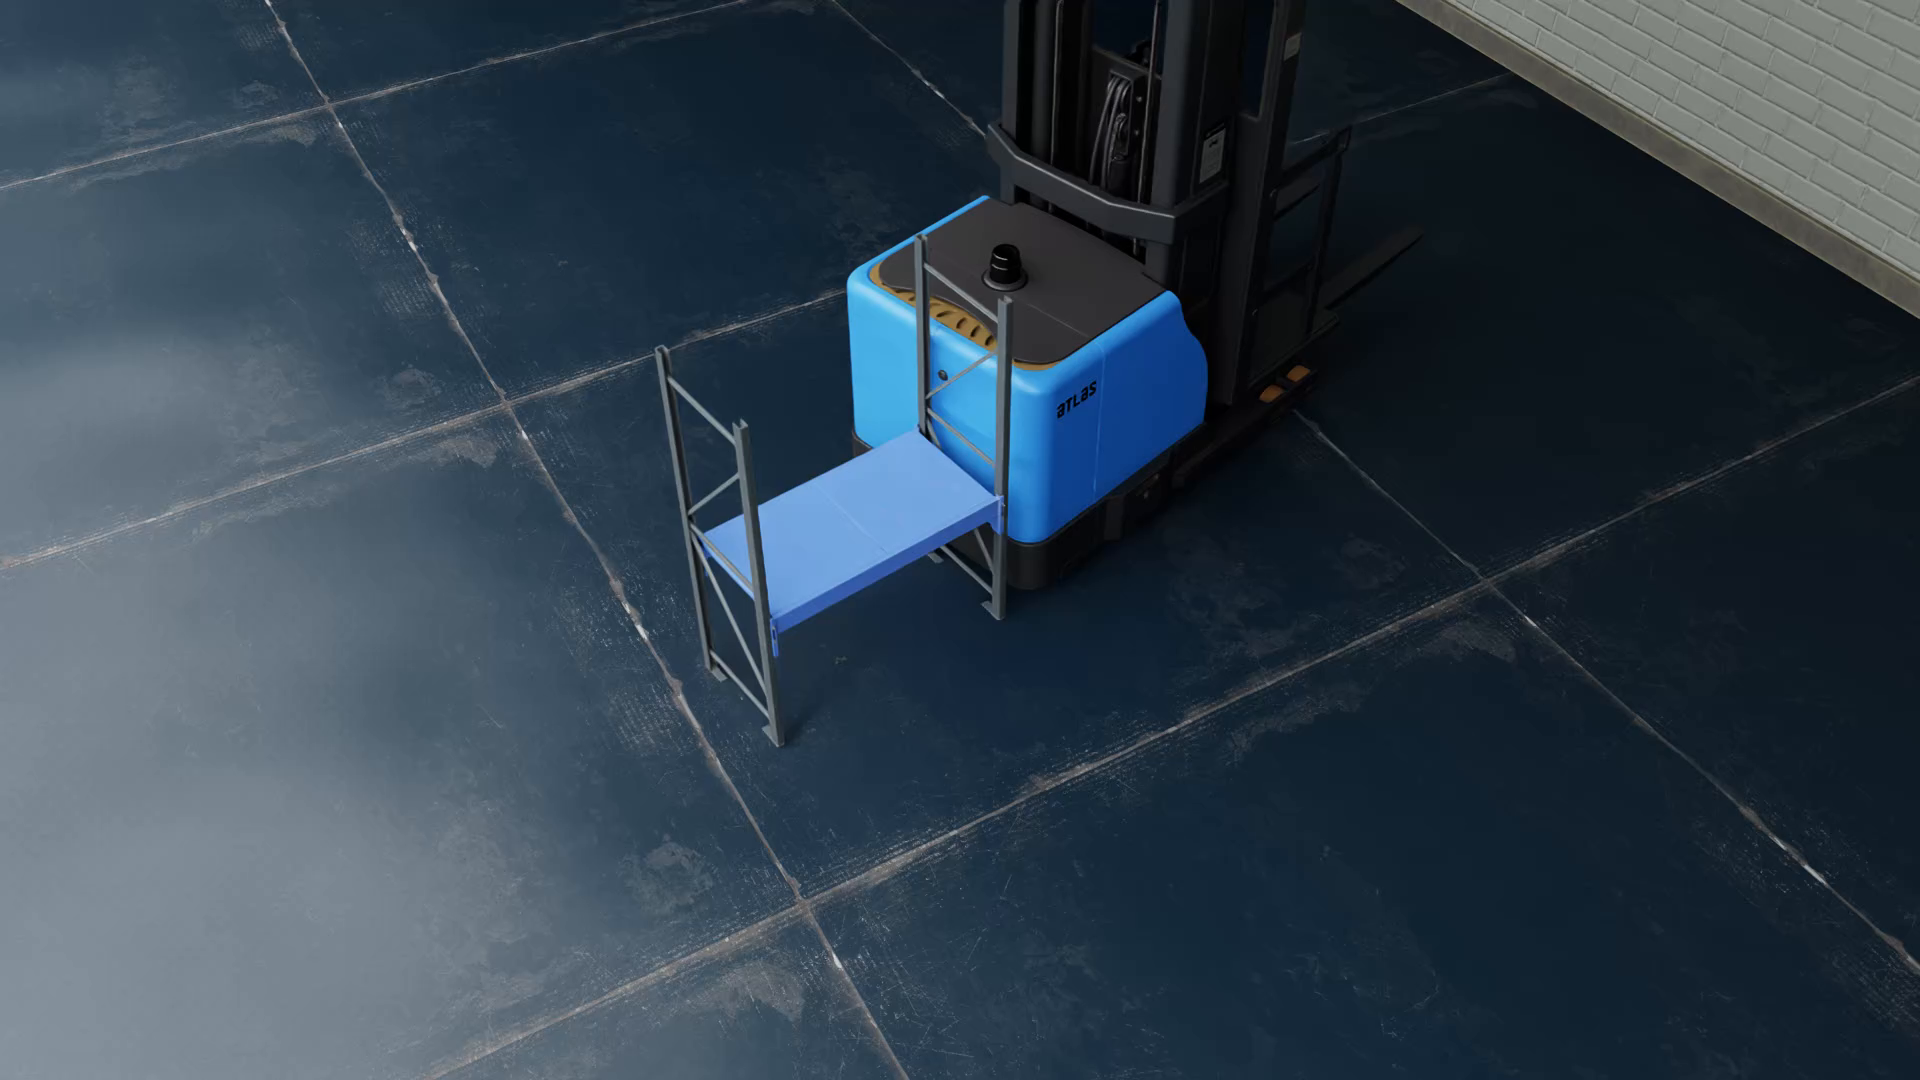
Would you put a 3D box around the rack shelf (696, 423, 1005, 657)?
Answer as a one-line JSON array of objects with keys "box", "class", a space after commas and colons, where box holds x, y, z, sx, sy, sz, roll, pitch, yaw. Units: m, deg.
[{"box": [-0.393, -0.021, 5.953, 1.000, 0.185, 0.538, -28, 51, -26], "class": "rack shelf"}]

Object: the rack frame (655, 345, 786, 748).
[{"box": [-0.794, 0.067, 5.604, 0.032, 1.500, 0.500, -28, 51, -26], "class": "rack frame"}]

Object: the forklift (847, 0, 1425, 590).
[{"box": [0.942, -1.787, 6.486, 1.130, 2.935, 3.031, 34, 53, 30], "class": "forklift"}]

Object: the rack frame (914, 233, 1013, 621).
[{"box": [0.009, -0.367, 6.051, 0.032, 1.500, 0.500, -28, 51, -26], "class": "rack frame"}]

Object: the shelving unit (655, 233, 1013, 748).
[{"box": [-0.393, -0.150, 5.828, 1.048, 1.500, 0.538, -28, 51, -26], "class": "shelving unit"}]
